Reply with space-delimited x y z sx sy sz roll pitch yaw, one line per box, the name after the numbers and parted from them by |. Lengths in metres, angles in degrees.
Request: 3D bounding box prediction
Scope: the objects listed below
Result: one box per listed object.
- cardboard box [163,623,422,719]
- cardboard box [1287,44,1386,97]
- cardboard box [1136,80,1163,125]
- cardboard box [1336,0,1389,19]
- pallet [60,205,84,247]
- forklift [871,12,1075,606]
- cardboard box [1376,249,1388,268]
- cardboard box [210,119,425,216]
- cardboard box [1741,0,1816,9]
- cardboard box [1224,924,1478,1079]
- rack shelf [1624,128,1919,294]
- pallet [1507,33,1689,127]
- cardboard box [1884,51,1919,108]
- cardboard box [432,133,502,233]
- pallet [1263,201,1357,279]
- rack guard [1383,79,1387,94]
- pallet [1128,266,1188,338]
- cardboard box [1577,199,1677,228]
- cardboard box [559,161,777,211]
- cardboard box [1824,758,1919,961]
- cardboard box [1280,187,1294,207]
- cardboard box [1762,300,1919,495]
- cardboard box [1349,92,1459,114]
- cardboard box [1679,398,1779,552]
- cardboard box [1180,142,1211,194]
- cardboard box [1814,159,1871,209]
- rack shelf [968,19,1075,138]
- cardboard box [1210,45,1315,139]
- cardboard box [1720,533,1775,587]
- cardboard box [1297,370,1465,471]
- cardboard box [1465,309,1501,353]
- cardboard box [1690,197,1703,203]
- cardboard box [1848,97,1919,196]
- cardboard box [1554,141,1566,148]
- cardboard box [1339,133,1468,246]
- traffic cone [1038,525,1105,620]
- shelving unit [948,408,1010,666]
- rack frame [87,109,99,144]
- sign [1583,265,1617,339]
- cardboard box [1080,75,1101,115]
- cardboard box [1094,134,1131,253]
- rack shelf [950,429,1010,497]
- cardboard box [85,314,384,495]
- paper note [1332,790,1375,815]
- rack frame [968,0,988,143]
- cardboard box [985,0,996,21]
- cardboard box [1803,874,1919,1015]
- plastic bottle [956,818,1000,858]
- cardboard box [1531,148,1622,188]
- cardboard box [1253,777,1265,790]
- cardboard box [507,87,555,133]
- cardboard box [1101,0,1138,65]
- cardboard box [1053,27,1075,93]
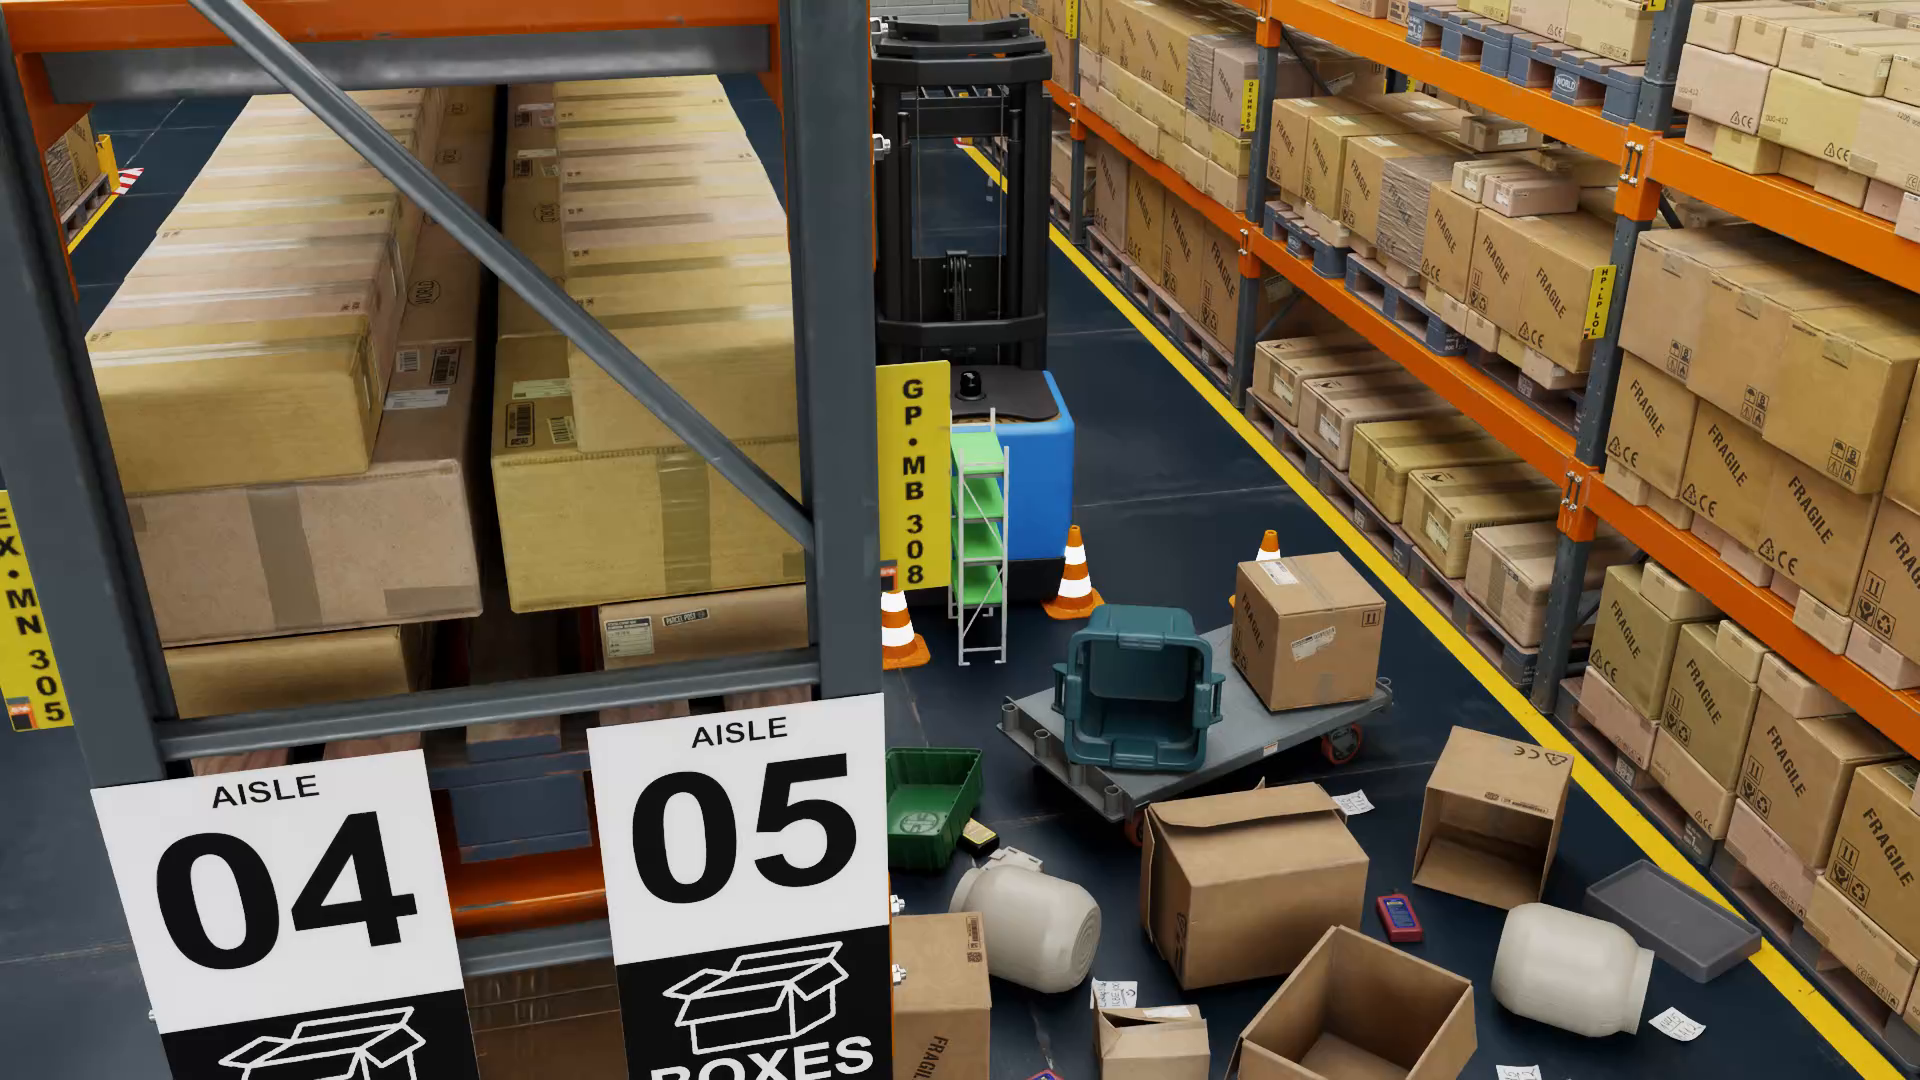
-1.009 0.169 2.460 0.380 0.149 0.250 -6 27 -12 | cardboard box
2.520 -3.052 11.248 0.500 0.500 0.500 -7 28 -13 | cardboard box
1.665 -3.338 12.647 0.500 0.250 0.500 -7 28 -13 | cardboard box
2.597 -3.287 9.493 0.700 0.500 0.500 -6 27 -12 | cardboard box
-8.537 -2.703 14.871 1.003 0.211 1.213 -6 27 -12 | pallet
-0.071 -1.588 9.643 1.130 2.935 3.031 -3 27 -6 | forklift
2.607 -1.641 9.484 0.380 0.149 0.250 -5 27 -10 | cardboard box
-1.297 -0.748 3.390 0.380 0.149 0.250 -6 27 -12 | cardboard box
3.553 -2.321 7.390 0.500 0.250 0.500 -7 28 -13 | cardboard box
1.334 1.793 5.640 0.637 0.503 0.797 19 32 32 | cardboard box
3.745 -0.704 5.285 1.077 0.370 4.000 -6 27 -12 | rack shelf
3.259 -2.101 7.463 1.213 0.211 1.003 -6 27 -12 | pallet
3.324 -1.526 5.508 0.380 0.149 0.250 -7 28 -13 | cardboard box
-1.324 -0.746 3.829 0.500 0.250 0.500 -6 27 -11 | cardboard box
2.657 -1.932 10.462 1.213 0.211 1.003 -6 27 -12 | pallet
5.442 -5.188 19.474 1.175 0.500 0.348 -6 27 -12 | rack guard
2.017 -1.963 13.406 1.003 0.211 1.213 -6 27 -12 | pallet
3.355 -1.384 8.255 0.500 0.500 0.500 -6 27 -11 | cardboard box
-0.539 -0.588 3.074 0.380 0.149 0.250 -6 27 -11 | cardboard box
3.534 1.121 5.953 0.500 0.500 0.500 -7 28 -13 | cardboard box
2.285 -2.234 10.659 0.380 0.149 0.250 -8 28 -15 | cardboard box
3.363 -0.523 5.906 0.700 0.500 0.500 -7 28 -13 | cardboard box
2.766 -2.513 10.494 0.500 0.500 0.500 -7 28 -13 | cardboard box
3.258 -0.302 6.578 0.500 0.500 0.500 -6 27 -12 | cardboard box
1.896 -2.671 11.880 0.500 0.250 0.500 -5 27 -11 | cardboard box
3.312 -1.297 5.940 0.380 0.149 0.250 -5 27 -10 | cardboard box
1.041 -4.633 16.398 1.077 0.370 4.000 -6 27 -12 | rack shelf
2.022 -3.011 11.167 0.500 0.500 0.500 -7 28 -13 | cardboard box
3.272 0.050 6.600 0.380 0.149 0.250 -5 27 -10 | cardboard box
2.685 -0.762 10.381 0.950 0.372 0.625 -6 27 -13 | cardboard box
2.774 -1.064 8.342 0.380 0.149 0.250 -6 27 -12 | cardboard box
6.565 -2.737 14.152 0.500 0.500 0.500 -7 28 -13 | cardboard box
3.352 -1.301 5.506 0.500 0.250 0.500 -6 27 -11 | cardboard box
6.310 -4.001 17.045 0.380 0.149 0.250 -6 27 -12 | cardboard box
2.520 -2.003 9.483 0.500 0.500 0.500 -5 27 -11 | cardboard box
0.611 0.141 8.958 0.336 0.463 0.334 -6 27 -12 | traffic cone
0.085 -0.014 8.446 0.258 1.200 0.503 -3 27 -6 | shelving unit
-9.065 -4.826 15.982 1.000 3.000 0.127 -6 27 -12 | rack frame
2.755 -1.023 7.163 0.100 0.325 0.005 -6 27 -12 | sign
1.334 -3.789 14.094 0.500 0.250 0.500 -7 28 -13 | cardboard box
1.709 -3.051 14.357 0.875 0.875 0.875 -5 27 -10 | cardboard box
0.085 -0.385 8.259 0.258 0.148 0.480 -3 27 -6 | rack shelf
-1.010 -0.189 2.284 0.380 0.149 0.250 -6 27 -11 | cardboard box
1.752 1.167 7.403 0.148 0.019 0.142 -6 27 -12 | paper note
0.590 -5.832 17.975 1.000 3.000 0.127 -6 27 -12 | rack frame
0.560 -5.417 17.043 0.500 0.500 0.500 -6 27 -12 | cardboard box
3.519 1.447 6.139 0.500 0.250 0.500 -7 28 -13 | cardboard box
0.027 1.263 7.180 0.133 0.061 0.283 -23 35 -38 | plastic bottle
3.188 -1.927 8.612 0.380 0.149 0.250 -4 27 -9 | cardboard box
1.387 1.232 7.014 0.396 0.266 0.258 19 32 32 | cardboard box
-0.920 -1.022 4.377 0.500 0.250 0.500 -6 27 -12 | cardboard box
1.452 -4.124 13.371 0.500 0.500 0.500 -6 27 -12 | cardboard box
1.138 -4.298 14.826 0.500 0.500 0.500 -6 27 -11 | cardboard box
